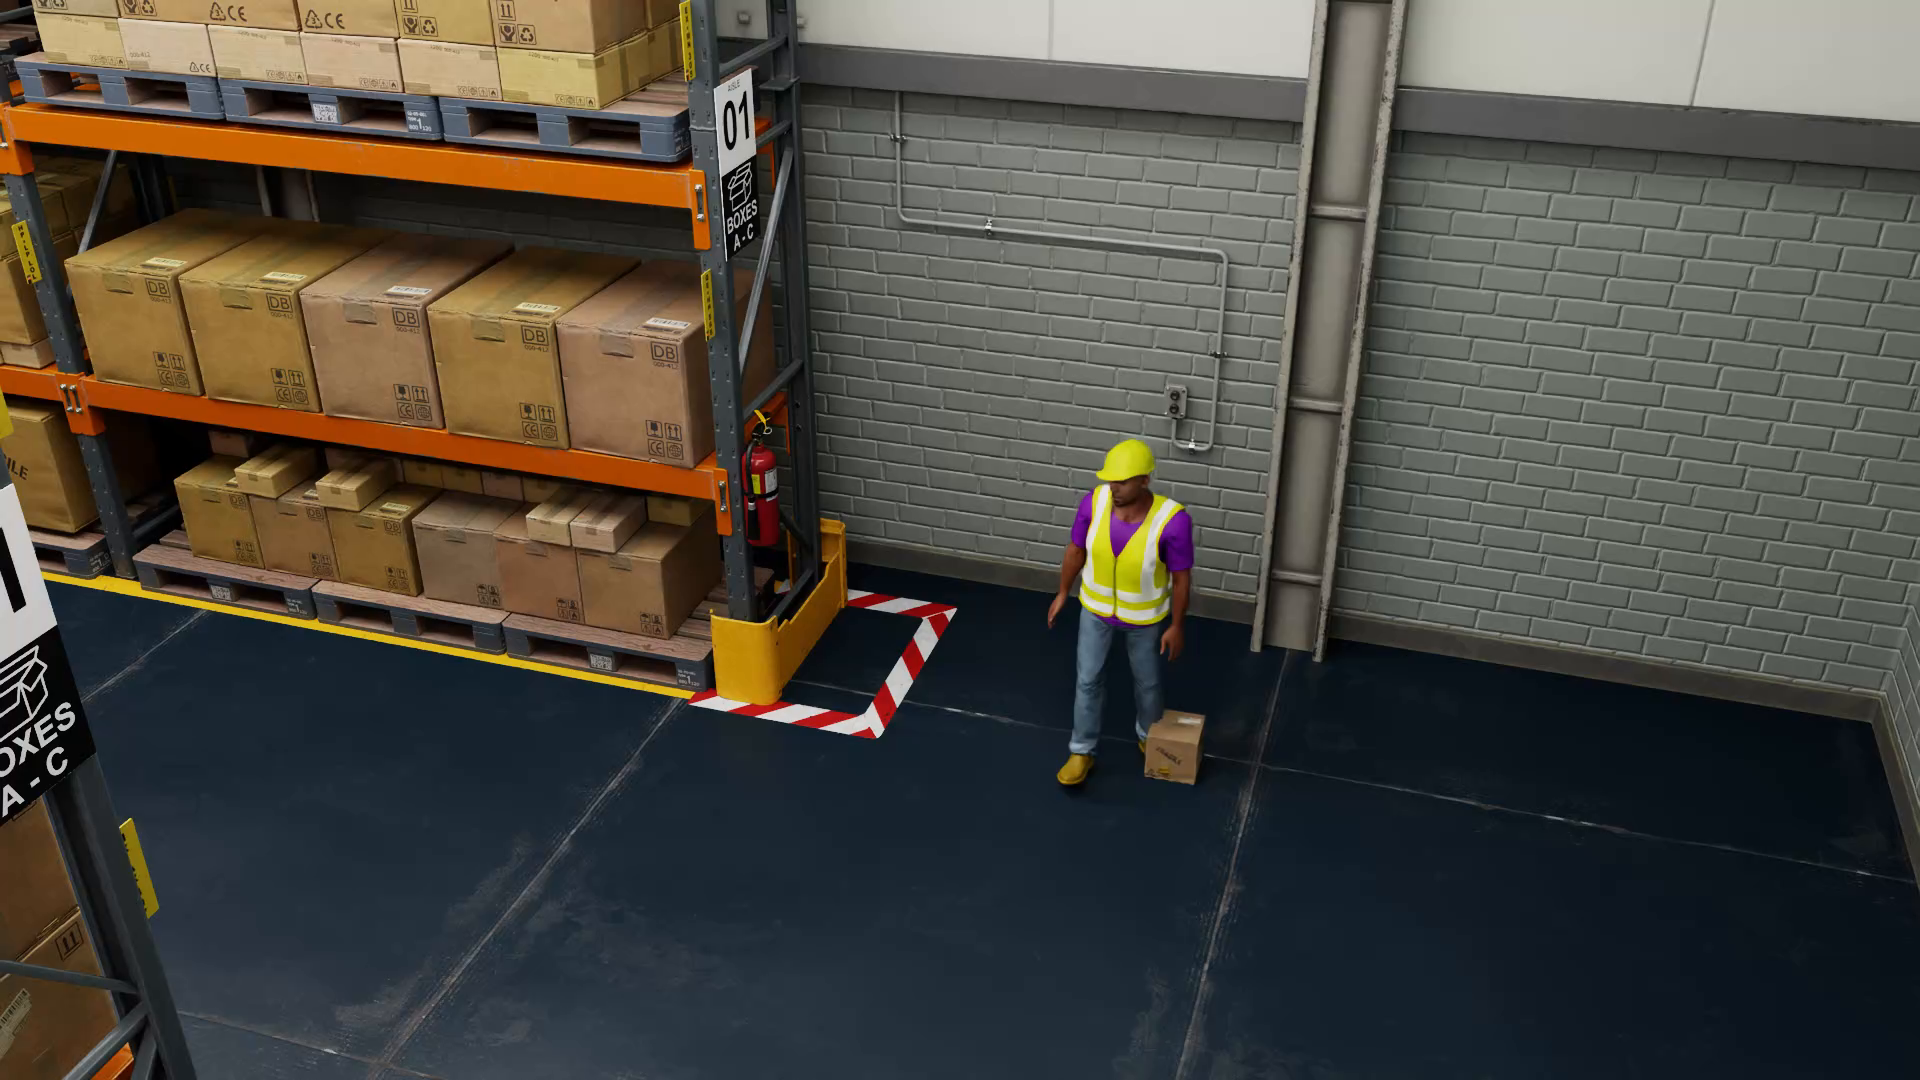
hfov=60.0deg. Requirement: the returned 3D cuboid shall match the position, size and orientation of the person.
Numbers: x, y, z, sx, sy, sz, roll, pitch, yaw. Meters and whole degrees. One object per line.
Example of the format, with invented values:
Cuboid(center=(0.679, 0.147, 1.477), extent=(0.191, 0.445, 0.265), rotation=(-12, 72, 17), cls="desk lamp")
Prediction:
Cuboid(center=(0.732, 0.351, 7.800), extent=(0.675, 1.764, 0.570), rotation=(12, 31, 20), cls="person")
